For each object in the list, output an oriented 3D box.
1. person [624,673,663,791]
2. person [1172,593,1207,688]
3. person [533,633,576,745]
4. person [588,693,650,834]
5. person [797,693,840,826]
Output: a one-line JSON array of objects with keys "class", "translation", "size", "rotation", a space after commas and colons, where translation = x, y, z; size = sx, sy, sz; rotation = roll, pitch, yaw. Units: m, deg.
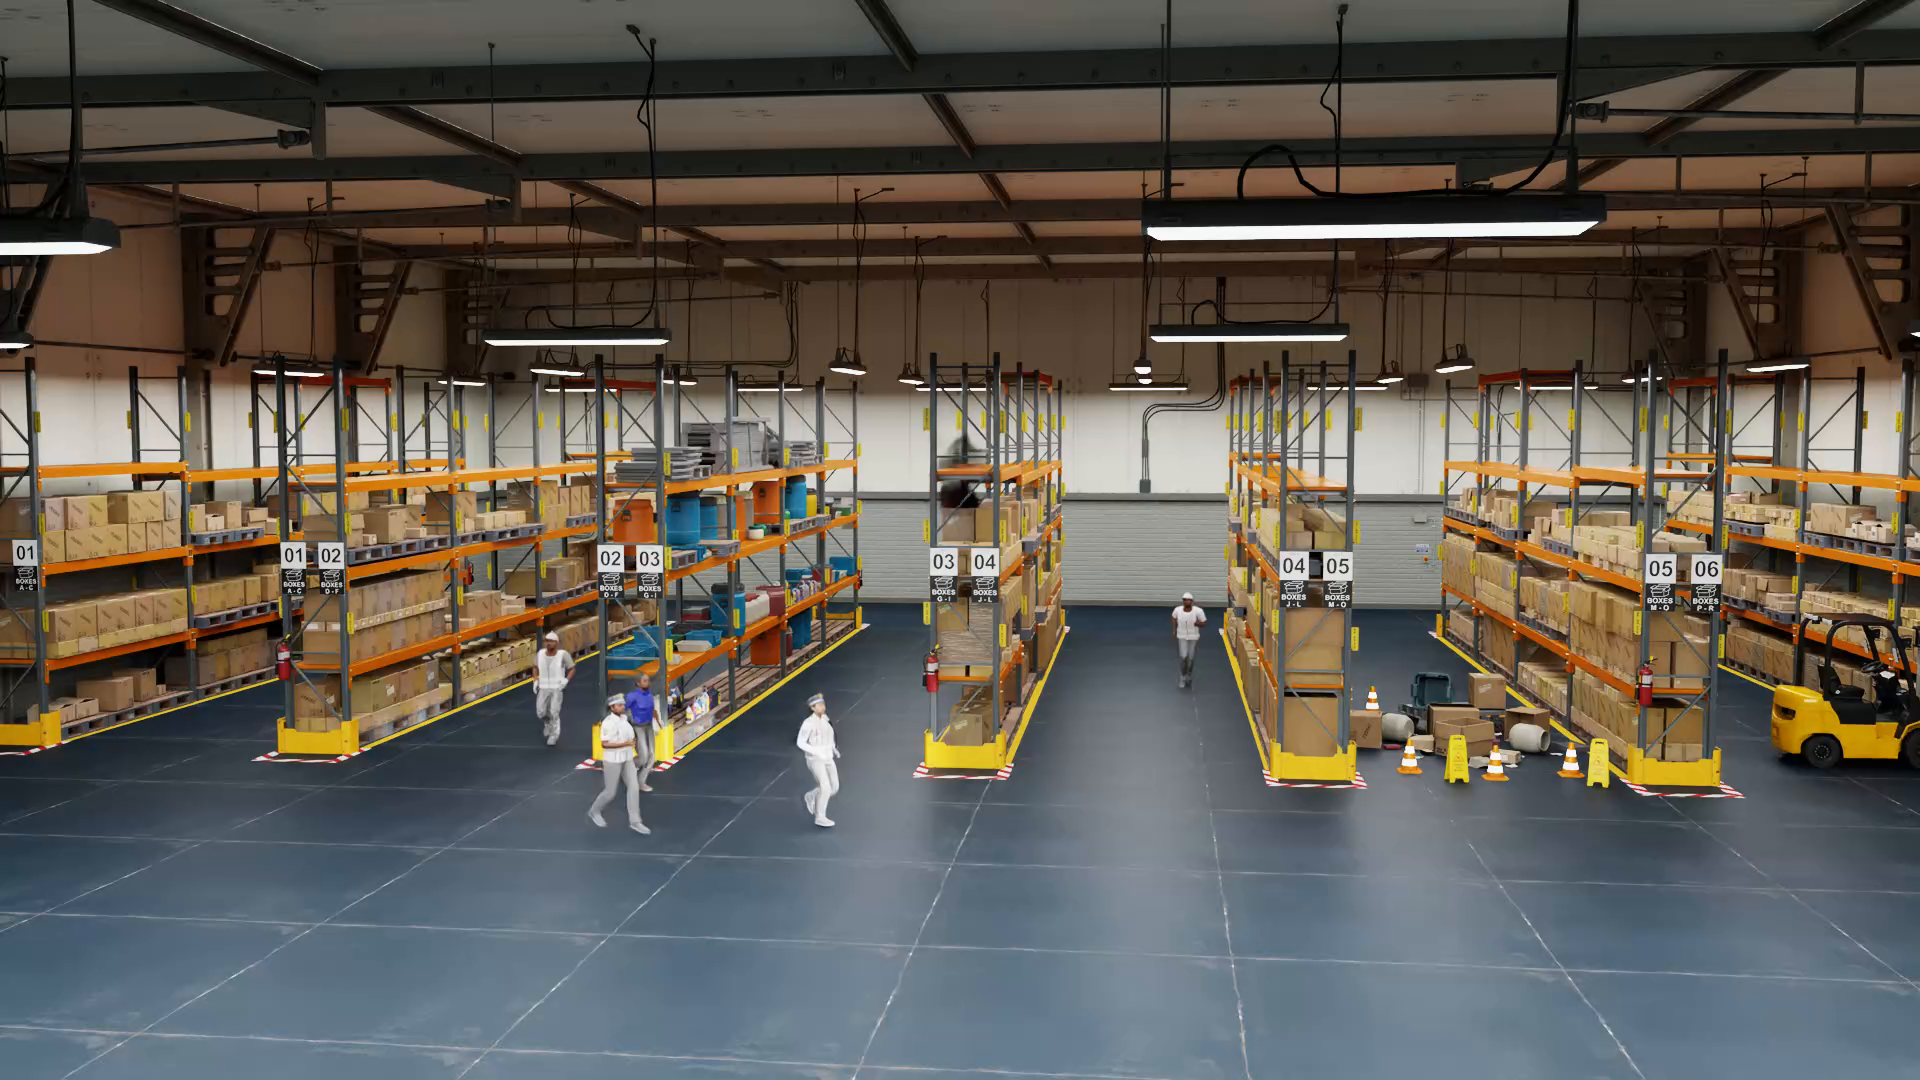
[{"class": "person", "translation": [-4.345, 2.608, 22.603], "size": [0.587, 1.621, 0.607], "rotation": [3, 5, 34]}, {"class": "person", "translation": [4.348, 1.907, 31.555], "size": [0.661, 1.835, 0.765], "rotation": [1, 4, 8]}, {"class": "person", "translation": [-6.332, 2.304, 25.911], "size": [0.694, 1.741, 0.584], "rotation": [0, 4, 4]}, {"class": "person", "translation": [-4.156, 2.699, 20.233], "size": [0.876, 1.699, 0.581], "rotation": [2, 5, 30]}, {"class": "person", "translation": [-1.769, 2.715, 20.668], "size": [0.579, 1.646, 0.613], "rotation": [3, 5, 36]}]
